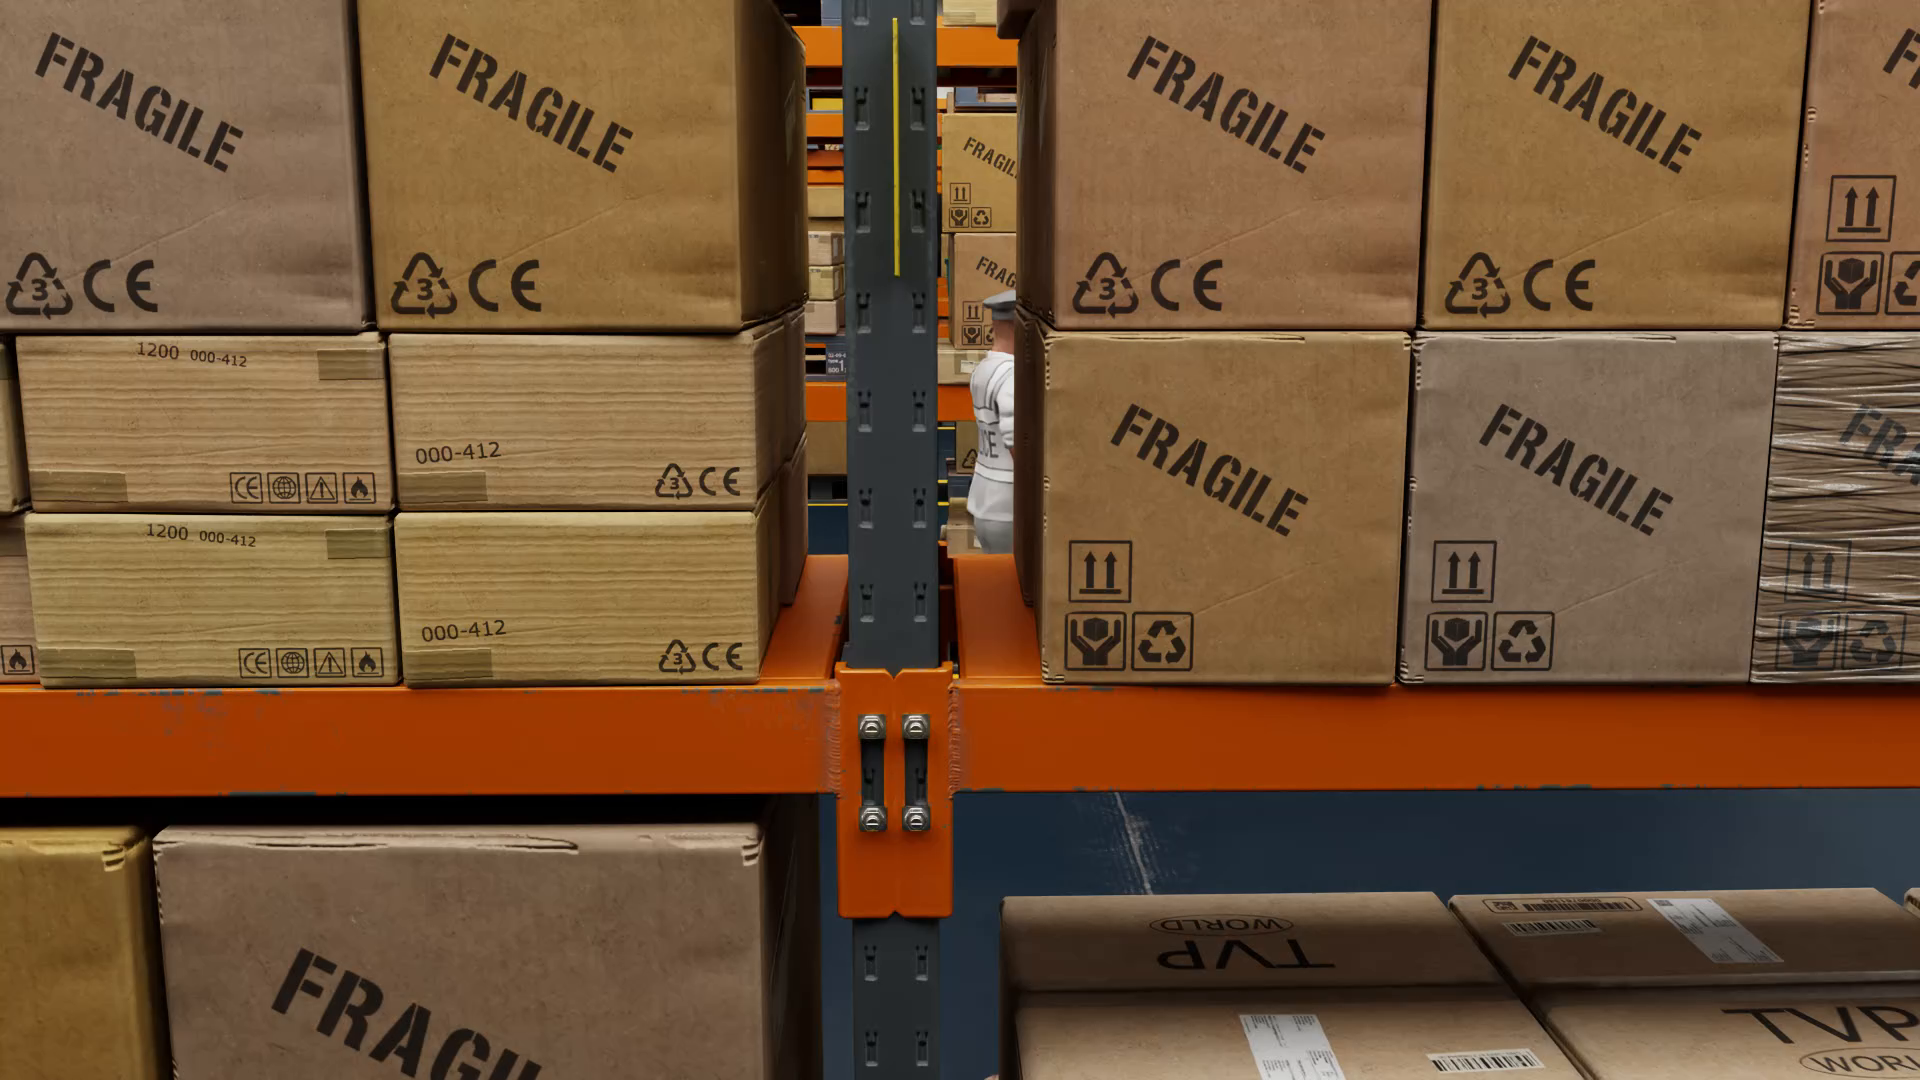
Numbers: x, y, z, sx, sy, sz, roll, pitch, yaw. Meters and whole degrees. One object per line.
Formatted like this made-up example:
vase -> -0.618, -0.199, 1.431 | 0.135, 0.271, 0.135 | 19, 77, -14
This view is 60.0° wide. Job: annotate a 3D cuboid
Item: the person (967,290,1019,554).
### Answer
person -> 0.233, -0.076, 6.338 | 0.393, 1.744, 0.528 | -2, 11, -13
